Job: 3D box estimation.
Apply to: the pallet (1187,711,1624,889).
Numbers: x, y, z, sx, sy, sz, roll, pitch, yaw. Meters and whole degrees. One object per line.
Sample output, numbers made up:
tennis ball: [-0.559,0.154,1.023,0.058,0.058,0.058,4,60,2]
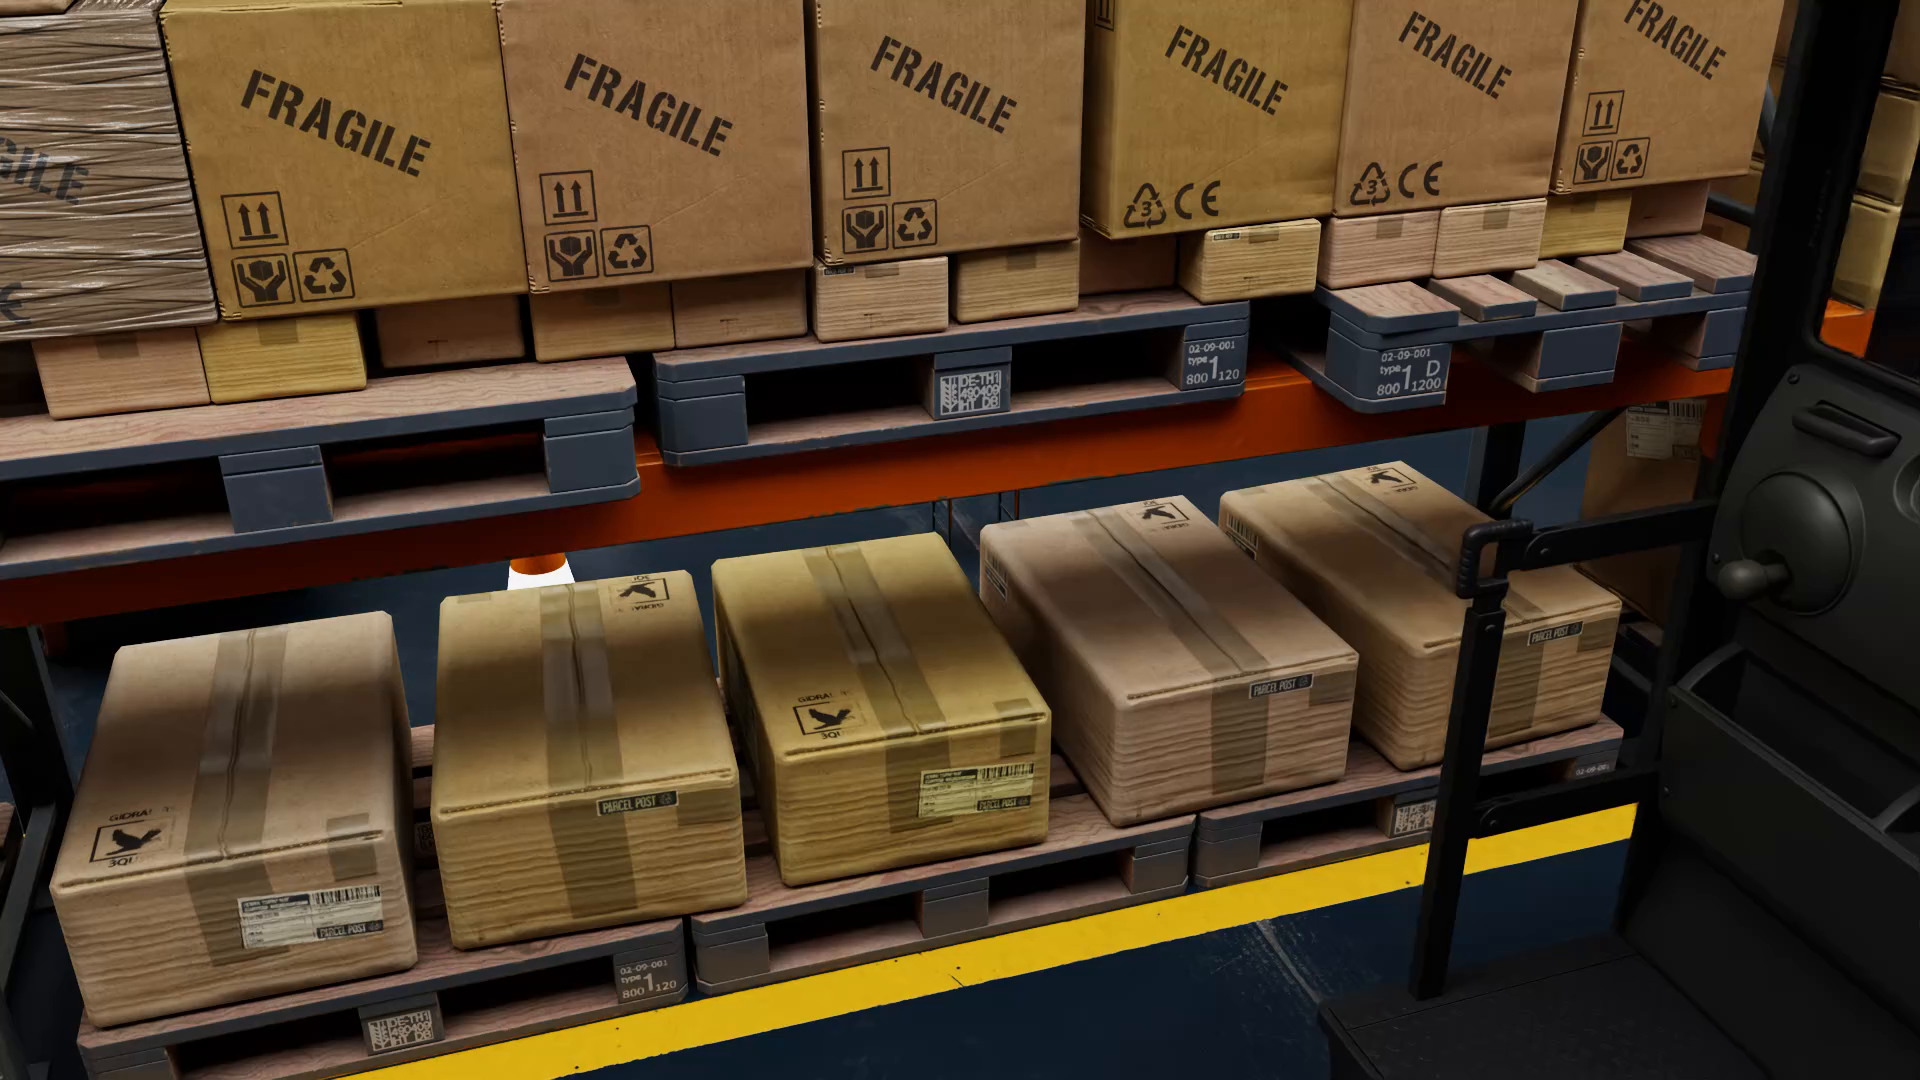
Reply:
pallet: [0.996,0.463,4.579,1.213,0.211,1.003,-8,28,-16]

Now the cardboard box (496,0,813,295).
cardboard box: [-0.579,-0.783,3.034,0.500,0.500,0.500,-8,28,-16]

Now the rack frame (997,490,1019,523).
rack frame: [0.167,-0.494,5.565,0.008,1.050,0.200,-8,28,-16]

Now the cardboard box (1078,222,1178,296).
cardboard box: [0.265,-0.646,3.488,0.250,0.149,0.380,-8,28,-16]

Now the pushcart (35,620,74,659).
pushcart: [-2.817,-0.124,5.576,0.936,0.377,1.648,-19,32,-33]

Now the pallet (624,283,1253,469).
pallet: [-0.130,-0.517,3.633,1.213,0.211,1.003,-8,28,-16]

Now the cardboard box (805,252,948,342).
cardboard box: [-0.193,-0.528,3.250,0.250,0.149,0.380,-7,27,-14]

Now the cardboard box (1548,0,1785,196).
cardboard box: [1.393,-1.079,3.630,0.500,0.500,0.500,-9,28,-18]

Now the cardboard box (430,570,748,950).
cardboard box: [-0.883,0.473,3.906,0.625,0.372,0.950,-7,27,-13]

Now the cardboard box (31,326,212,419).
cardboard box: [-1.440,-0.360,2.912,0.250,0.149,0.380,-8,27,-15]

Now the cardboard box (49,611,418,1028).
cardboard box: [-1.566,0.574,3.704,0.625,0.372,0.950,-8,27,-15]

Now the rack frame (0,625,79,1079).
rack frame: [-2.064,-0.342,3.065,0.127,3.000,1.000,-8,28,-16]

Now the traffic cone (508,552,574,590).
traffic cone: [-1.318,0.032,5.166,0.334,0.463,0.336,-8,28,-16]

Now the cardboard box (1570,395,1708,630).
cardboard box: [2.422,-0.189,4.675,0.875,0.875,0.875,-8,28,-17]

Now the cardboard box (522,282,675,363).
cardboard box: [-0.697,-0.480,3.153,0.250,0.149,0.380,-8,27,-15]

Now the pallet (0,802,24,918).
pallet: [-2.691,1.015,3.469,1.213,0.211,1.003,-8,28,-16]

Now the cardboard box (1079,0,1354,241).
cardboard box: [0.426,-0.933,3.336,0.500,0.500,0.500,-10,28,-20]

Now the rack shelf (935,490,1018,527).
rack shelf: [0.051,-0.219,5.660,0.240,0.259,0.215,-8,28,-16]

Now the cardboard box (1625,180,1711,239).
cardboard box: [1.501,-0.824,3.846,0.250,0.149,0.380,-7,27,-14]

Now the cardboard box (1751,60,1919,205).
cardboard box: [2.298,-1.015,4.027,0.500,0.250,0.500,-8,28,-16]

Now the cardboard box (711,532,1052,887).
cardboard box: [-0.223,0.377,4.100,0.625,0.372,0.950,-7,27,-14]

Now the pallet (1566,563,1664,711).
pallet: [2.513,0.280,4.949,1.213,0.211,1.003,-8,28,-16]

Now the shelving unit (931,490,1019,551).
shelving unit: [0.051,-0.478,5.531,0.252,1.050,0.215,-8,28,-16]

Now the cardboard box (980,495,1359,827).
cardboard box: [0.500,0.275,4.306,0.625,0.372,0.950,-9,28,-17]

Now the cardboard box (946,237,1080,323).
cardboard box: [0.052,-0.577,3.349,0.250,0.149,0.380,-9,28,-18]

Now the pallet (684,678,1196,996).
pallet: [-0.162,0.630,4.244,1.213,0.211,1.003,-8,28,-16]

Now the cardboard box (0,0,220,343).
cardboard box: [-1.529,-0.651,2.769,0.500,0.500,0.500,-8,27,-15]

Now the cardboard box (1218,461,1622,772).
cardboard box: [1.199,0.170,4.517,0.625,0.372,0.950,-10,28,-20]

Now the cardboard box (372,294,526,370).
cardboard box: [-0.954,-0.462,3.117,0.250,0.149,0.380,-6,27,-13]

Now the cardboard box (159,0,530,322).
cardboard box: [-1.053,-0.720,2.909,0.500,0.500,0.500,-8,28,-16]

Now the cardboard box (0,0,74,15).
cardboard box: [-1.507,-0.914,2.568,0.250,0.149,0.380,-8,28,-16]

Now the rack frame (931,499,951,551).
rack frame: [-0.065,-0.461,5.498,0.008,1.050,0.200,-8,28,-16]

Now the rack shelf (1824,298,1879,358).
rack shelf: [3.641,-0.846,4.889,4.000,0.370,1.077,-8,28,-16]

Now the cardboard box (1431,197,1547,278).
cardboard box: [1.043,-0.702,3.602,0.250,0.149,0.380,-8,28,-17]

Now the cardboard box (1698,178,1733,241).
cardboard box: [2.140,-1.005,4.569,0.500,0.250,0.500,-9,28,-18]

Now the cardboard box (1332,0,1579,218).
cardboard box: [0.905,-1.003,3.477,0.500,0.500,0.500,-9,28,-17]

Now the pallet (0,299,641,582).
pallet: [-1.292,-0.300,3.196,1.213,0.211,1.003,-8,28,-16]

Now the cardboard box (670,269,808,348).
cardboard box: [-0.461,-0.513,3.220,0.250,0.149,0.380,-8,28,-16]

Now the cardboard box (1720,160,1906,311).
cardboard box: [2.283,-0.786,4.130,0.500,0.250,0.500,-9,28,-17]

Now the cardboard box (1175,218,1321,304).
cardboard box: [0.543,-0.627,3.451,0.250,0.149,0.380,-8,27,-15]

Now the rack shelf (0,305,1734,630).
rack shelf: [-0.162,-0.295,3.780,4.000,0.370,1.077,-8,28,-16]

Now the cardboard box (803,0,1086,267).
cardboard box: [-0.094,-0.858,3.186,0.500,0.500,0.500,-9,28,-18]

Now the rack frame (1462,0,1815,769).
rack frame: [1.740,-0.893,4.175,0.127,3.000,1.000,-8,28,-16]

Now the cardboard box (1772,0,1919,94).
cardboard box: [2.284,-1.350,3.859,0.500,0.500,0.500,-9,28,-18]

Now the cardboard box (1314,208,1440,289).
cardboard box: [0.801,-0.671,3.539,0.250,0.149,0.380,-10,28,-19]

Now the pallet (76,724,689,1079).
pallet: [-1.324,0.799,3.902,1.213,0.211,1.003,-8,28,-16]

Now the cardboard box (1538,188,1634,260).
cardboard box: [1.268,-0.756,3.710,0.250,0.149,0.380,-8,27,-15]

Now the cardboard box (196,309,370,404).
cardboard box: [-1.200,-0.391,2.974,0.250,0.149,0.380,-8,27,-15]

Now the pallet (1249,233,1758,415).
pallet: [1.095,-0.664,3.929,1.003,0.211,1.213,-8,28,-16]
